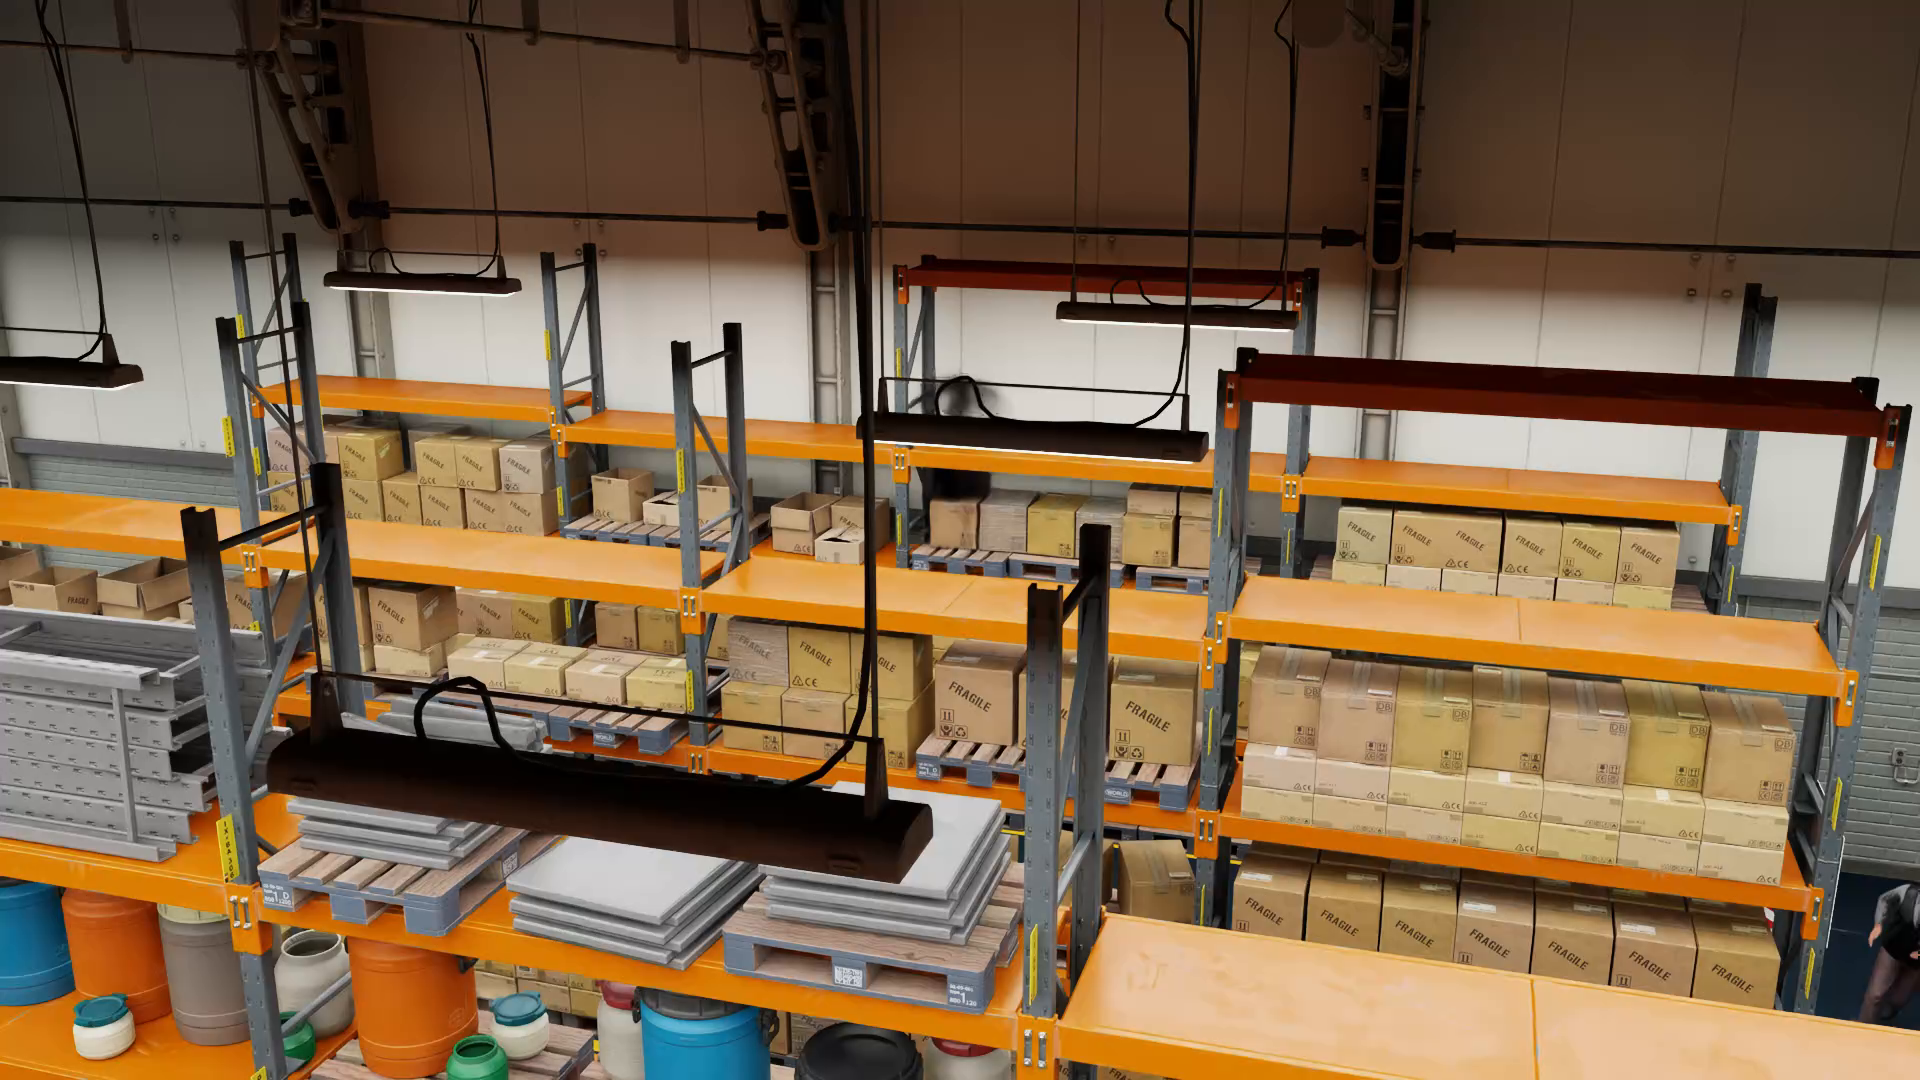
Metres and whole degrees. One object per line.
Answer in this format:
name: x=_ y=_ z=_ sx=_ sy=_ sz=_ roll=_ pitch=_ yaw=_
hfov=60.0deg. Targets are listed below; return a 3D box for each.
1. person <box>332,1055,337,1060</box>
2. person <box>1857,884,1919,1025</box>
person: x=-4.271 y=3.908 z=12.343 sx=1.147 sy=1.586 sz=0.692 roll=9 pitch=18 yaw=28
person: x=7.873 y=3.442 z=13.725 sx=0.687 sy=1.667 sz=0.922 roll=13 pitch=21 yaw=38
